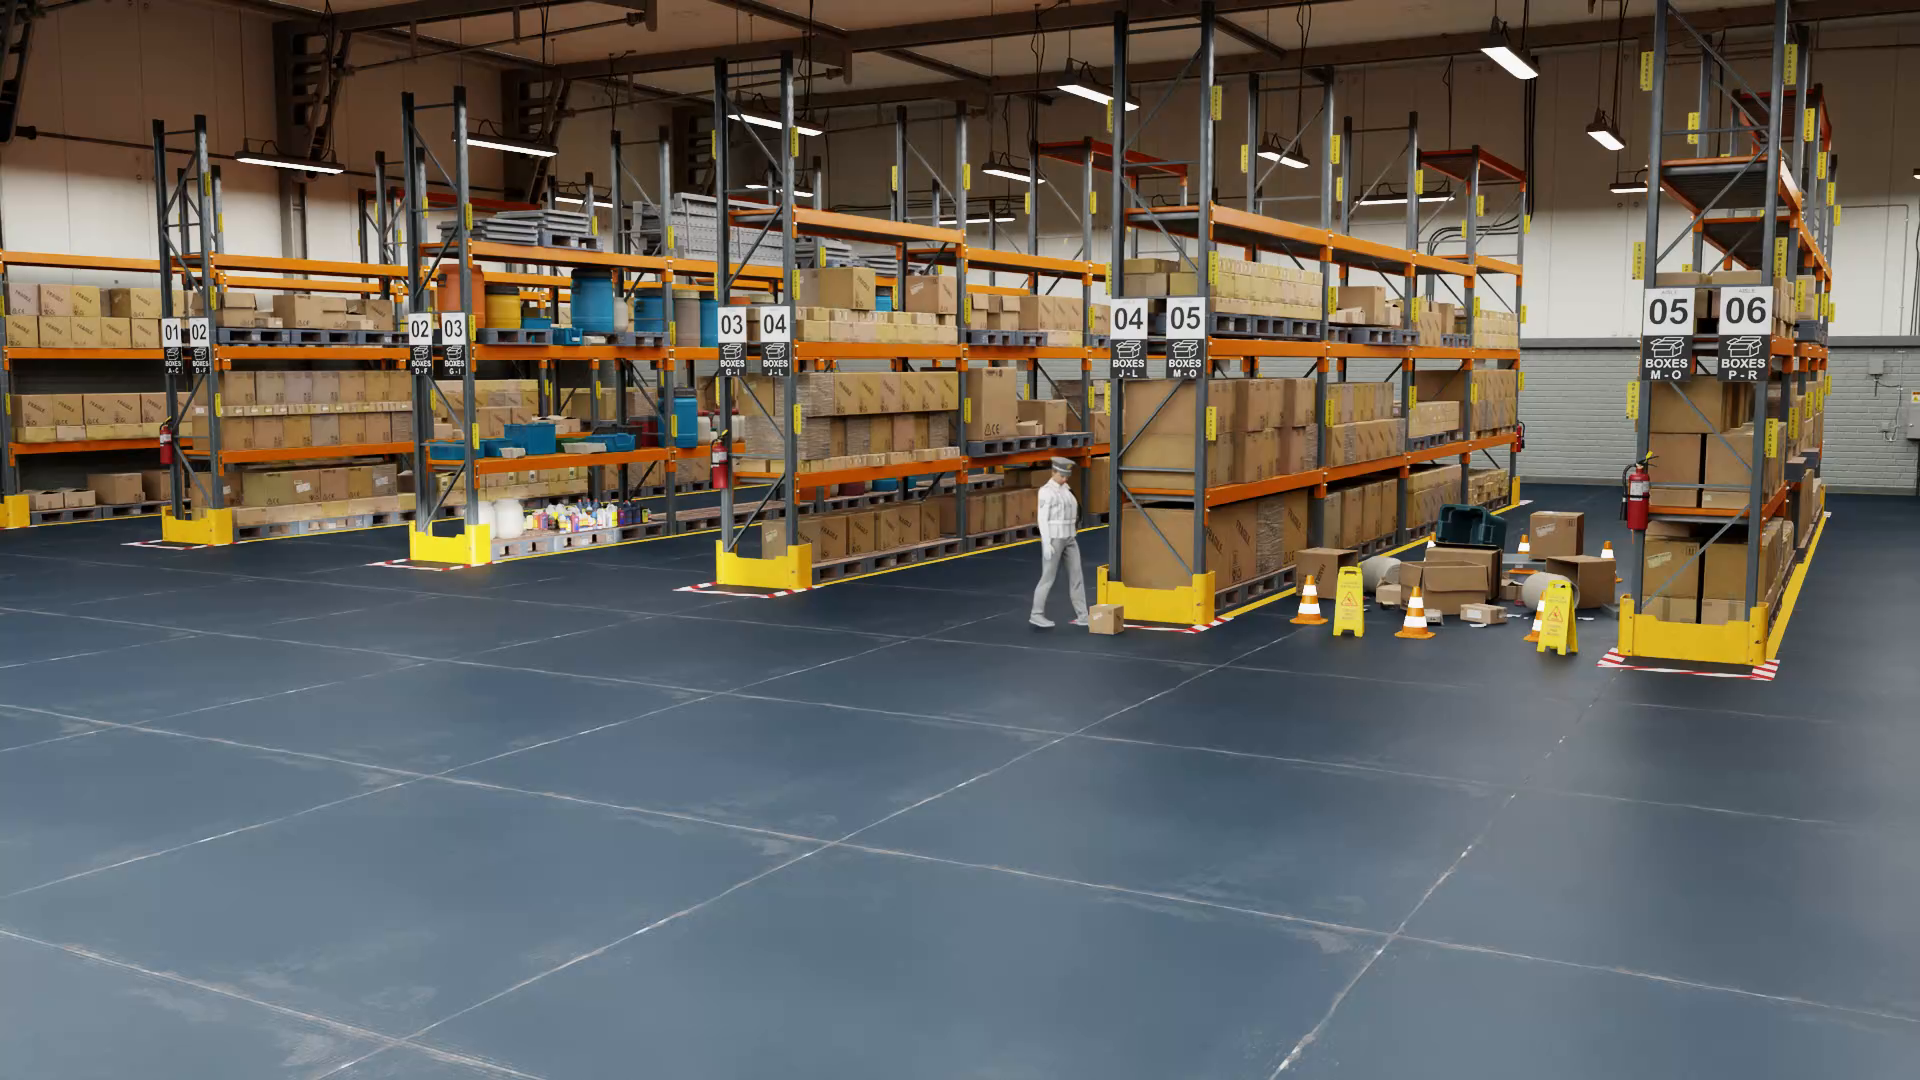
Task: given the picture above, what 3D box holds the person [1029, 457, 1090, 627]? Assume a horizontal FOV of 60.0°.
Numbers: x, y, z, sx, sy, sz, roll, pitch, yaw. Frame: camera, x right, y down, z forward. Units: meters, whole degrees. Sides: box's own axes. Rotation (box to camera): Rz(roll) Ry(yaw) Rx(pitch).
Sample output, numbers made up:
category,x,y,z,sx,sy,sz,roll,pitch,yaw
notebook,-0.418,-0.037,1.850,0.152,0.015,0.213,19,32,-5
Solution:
category,x,y,z,sx,sy,sz,roll,pitch,yaw
person,1.022,0.025,15.994,0.714,1.646,0.523,4,8,37
